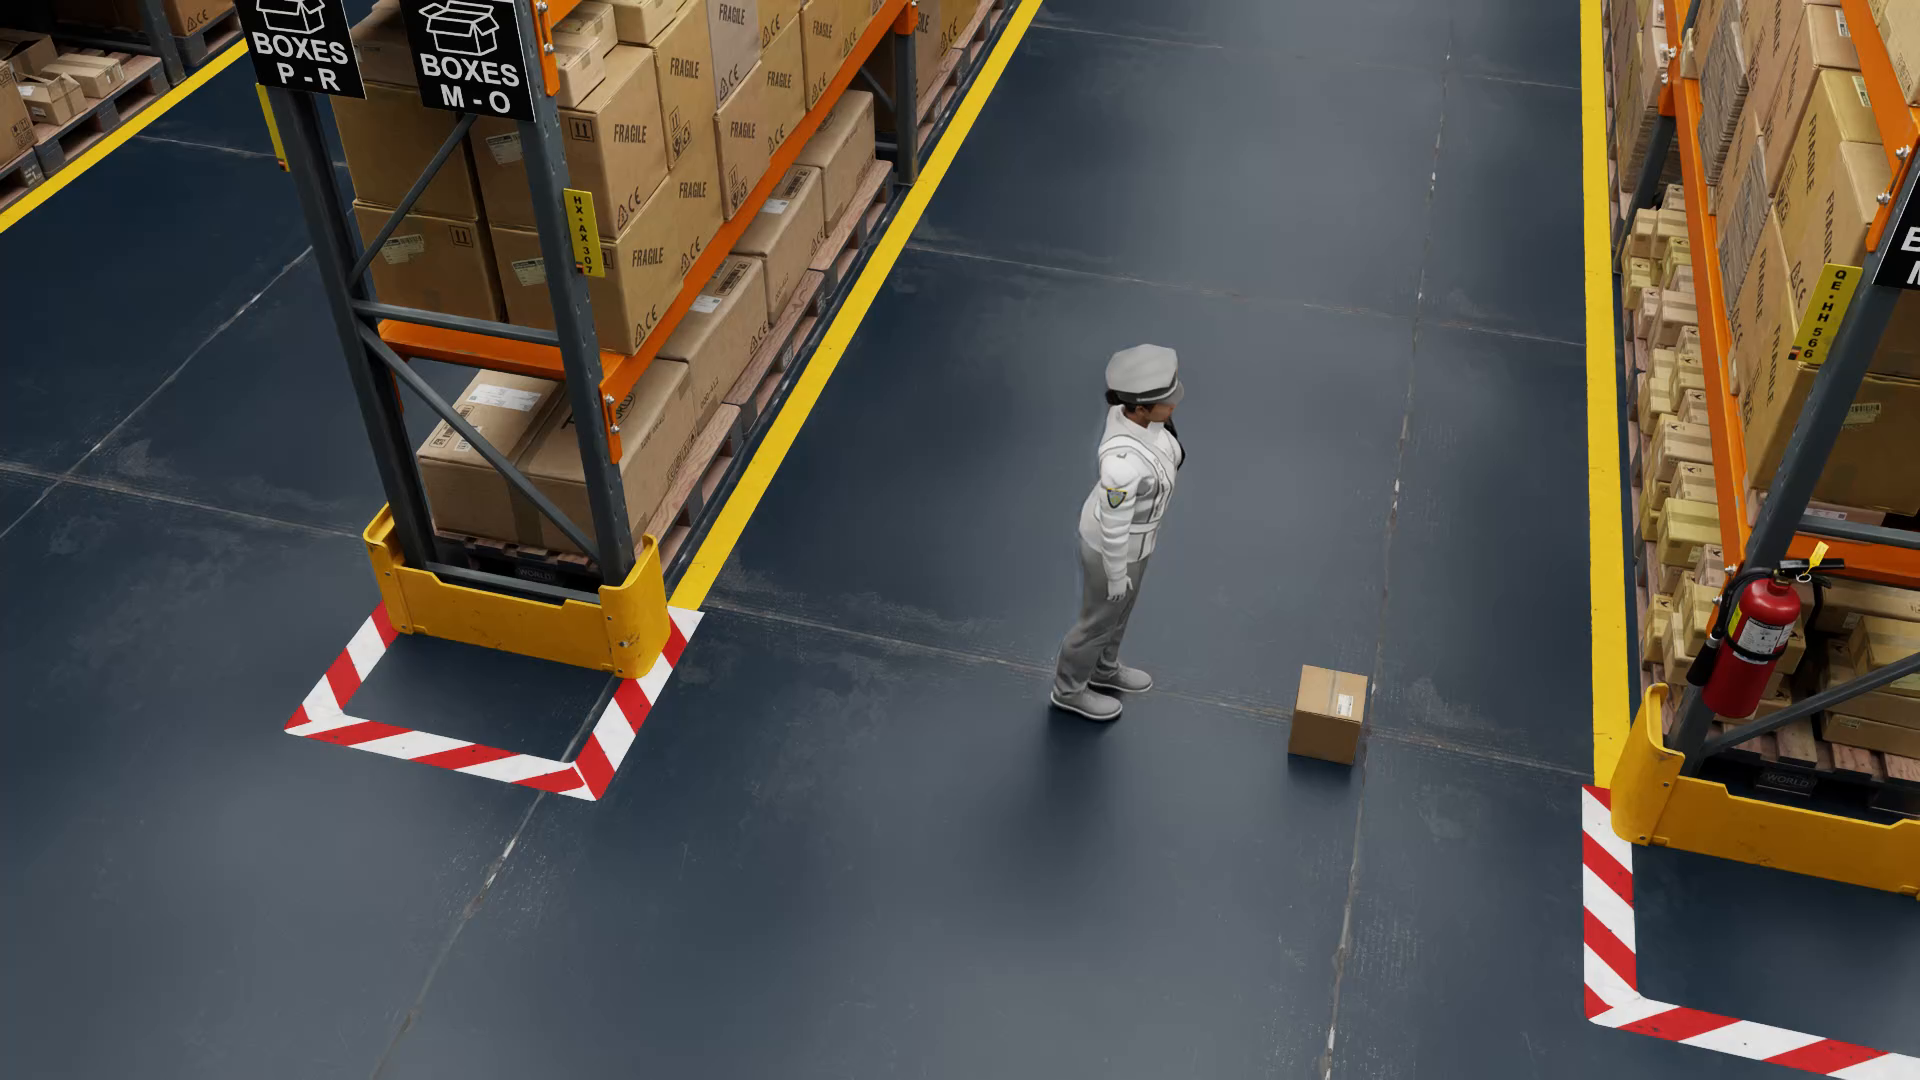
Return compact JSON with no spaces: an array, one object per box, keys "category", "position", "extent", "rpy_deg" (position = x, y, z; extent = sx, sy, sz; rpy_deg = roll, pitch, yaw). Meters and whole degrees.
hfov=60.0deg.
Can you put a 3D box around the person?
[{"category":"person","position":[0.584,-0.003,6.146],"extent":[0.408,1.696,0.499],"rpy_deg":[9,42,10]}]
